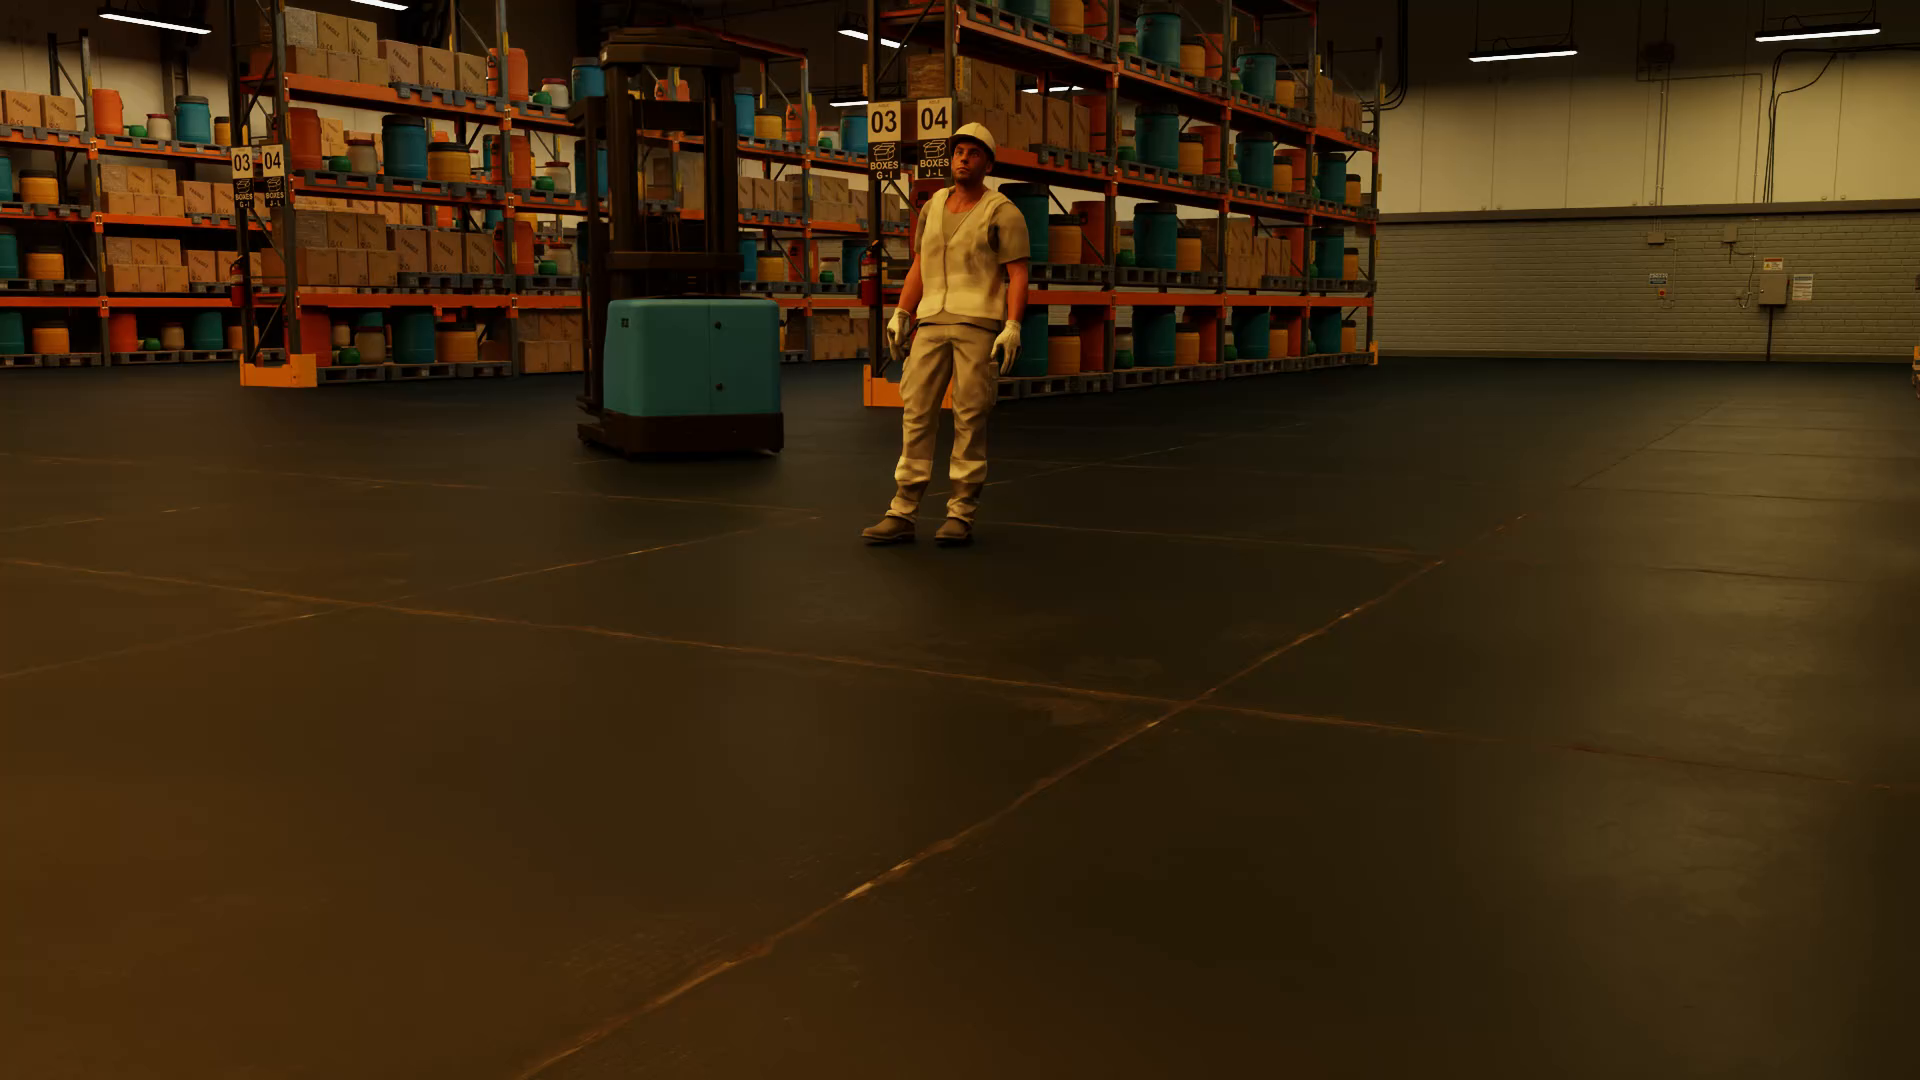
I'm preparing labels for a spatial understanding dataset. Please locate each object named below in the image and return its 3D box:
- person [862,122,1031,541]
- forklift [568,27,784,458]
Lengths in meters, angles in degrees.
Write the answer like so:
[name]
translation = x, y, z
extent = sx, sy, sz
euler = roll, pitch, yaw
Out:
[person]
translation = -0.049, -0.885, 7.127
extent = 0.637, 1.787, 0.564
euler = 4, 9, 29
[forklift]
translation = -2.243, -2.167, 12.298
extent = 1.130, 2.935, 3.031
euler = -3, 9, -23
